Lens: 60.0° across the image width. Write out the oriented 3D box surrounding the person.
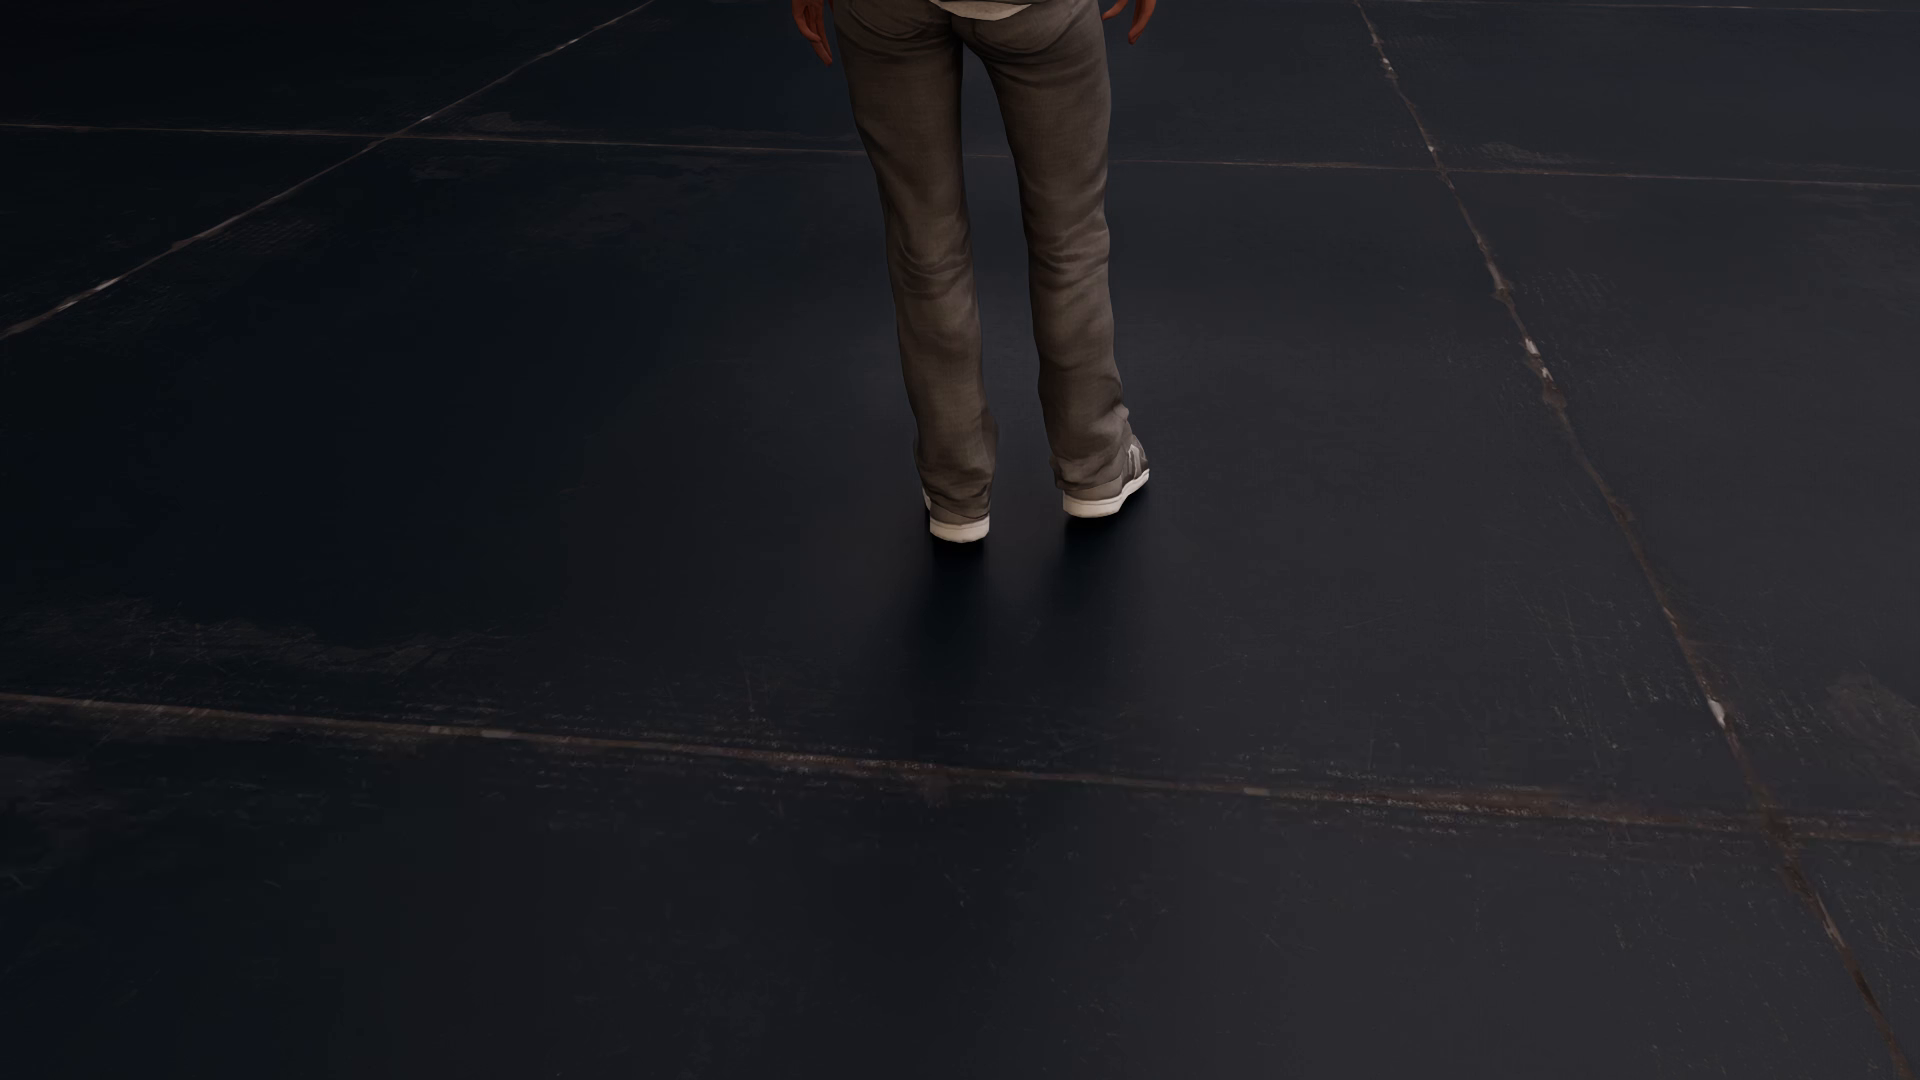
[{"bbox_3d":[0.024,-0.746,2.207,0.520,1.582,0.475,3,27,7],"label":"person"}]
